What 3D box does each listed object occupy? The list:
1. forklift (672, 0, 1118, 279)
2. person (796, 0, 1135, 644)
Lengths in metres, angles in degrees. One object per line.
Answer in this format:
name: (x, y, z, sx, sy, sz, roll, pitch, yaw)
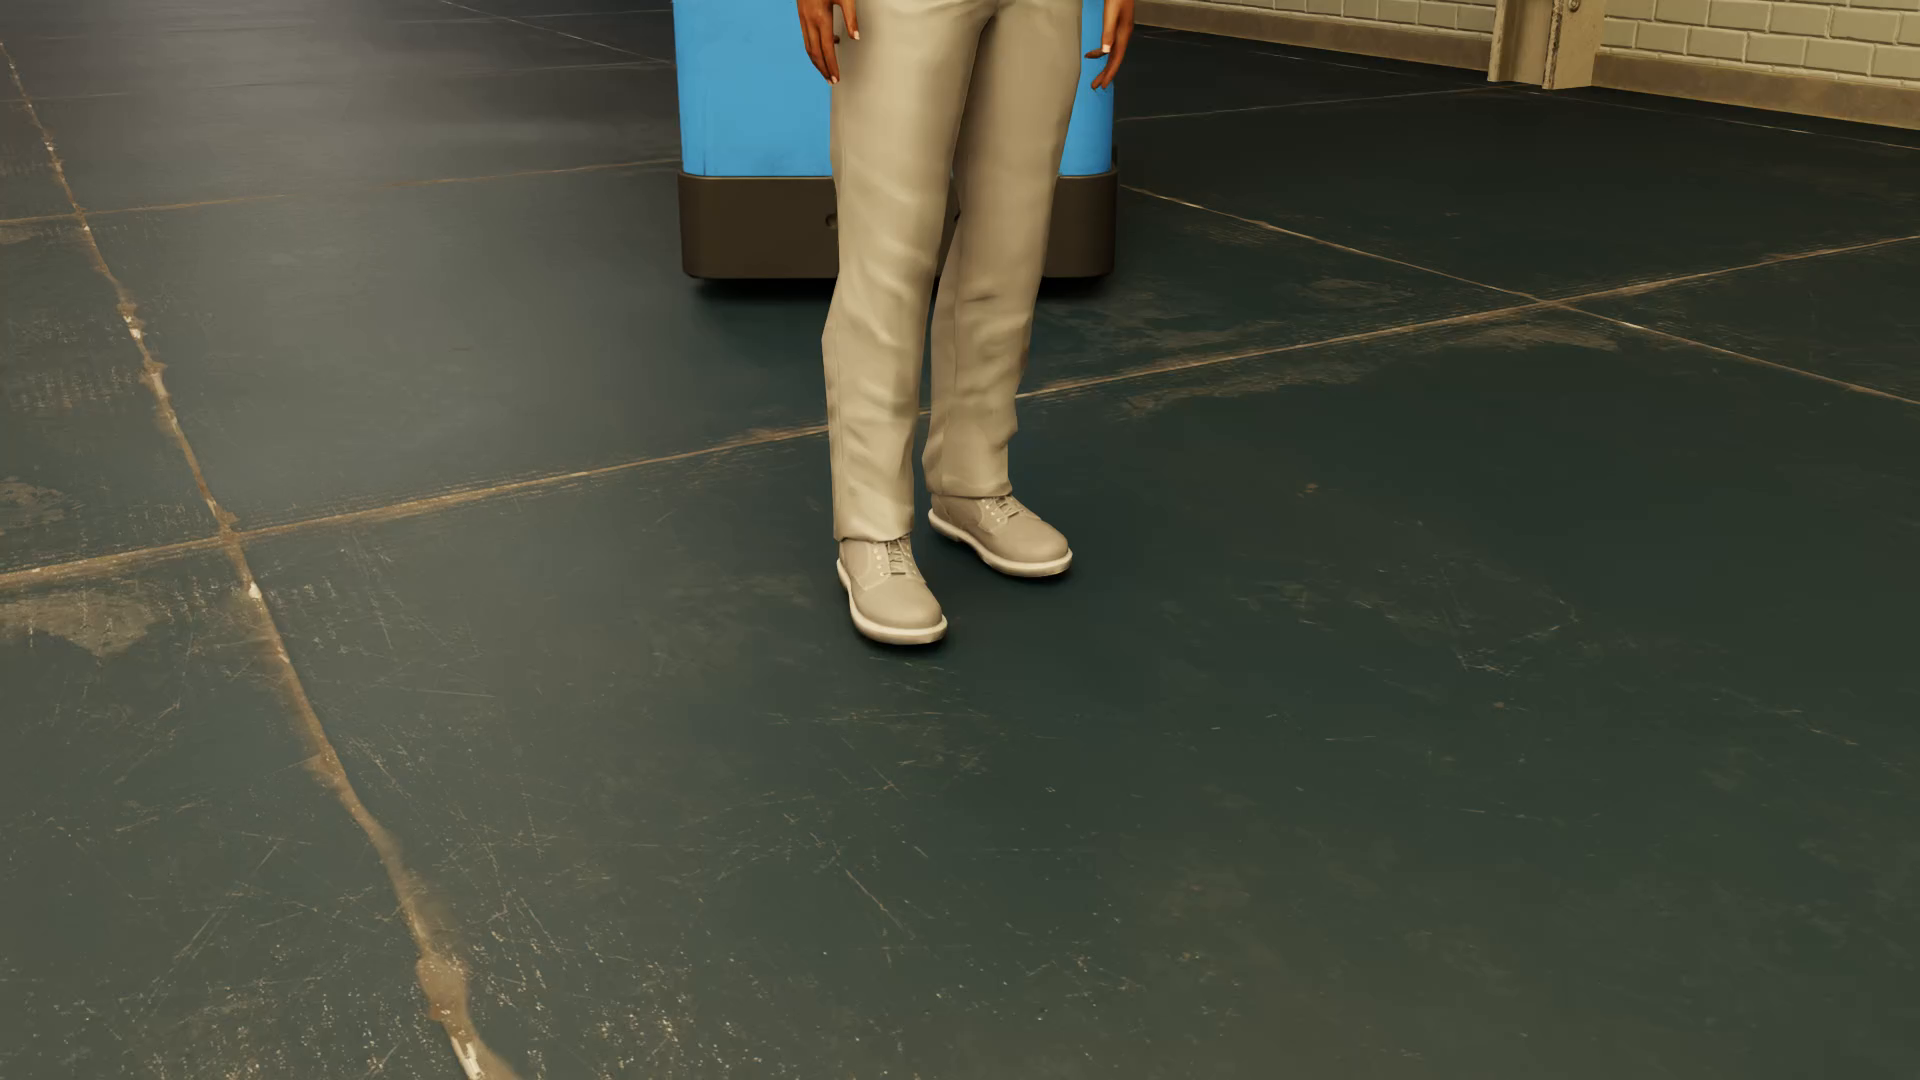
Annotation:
forklift: (-0.166, -2.486, 4.833, 1.130, 2.935, 3.031, 0, 22, -1)
person: (0.021, -0.762, 2.241, 0.569, 1.695, 0.528, -12, 25, -28)
